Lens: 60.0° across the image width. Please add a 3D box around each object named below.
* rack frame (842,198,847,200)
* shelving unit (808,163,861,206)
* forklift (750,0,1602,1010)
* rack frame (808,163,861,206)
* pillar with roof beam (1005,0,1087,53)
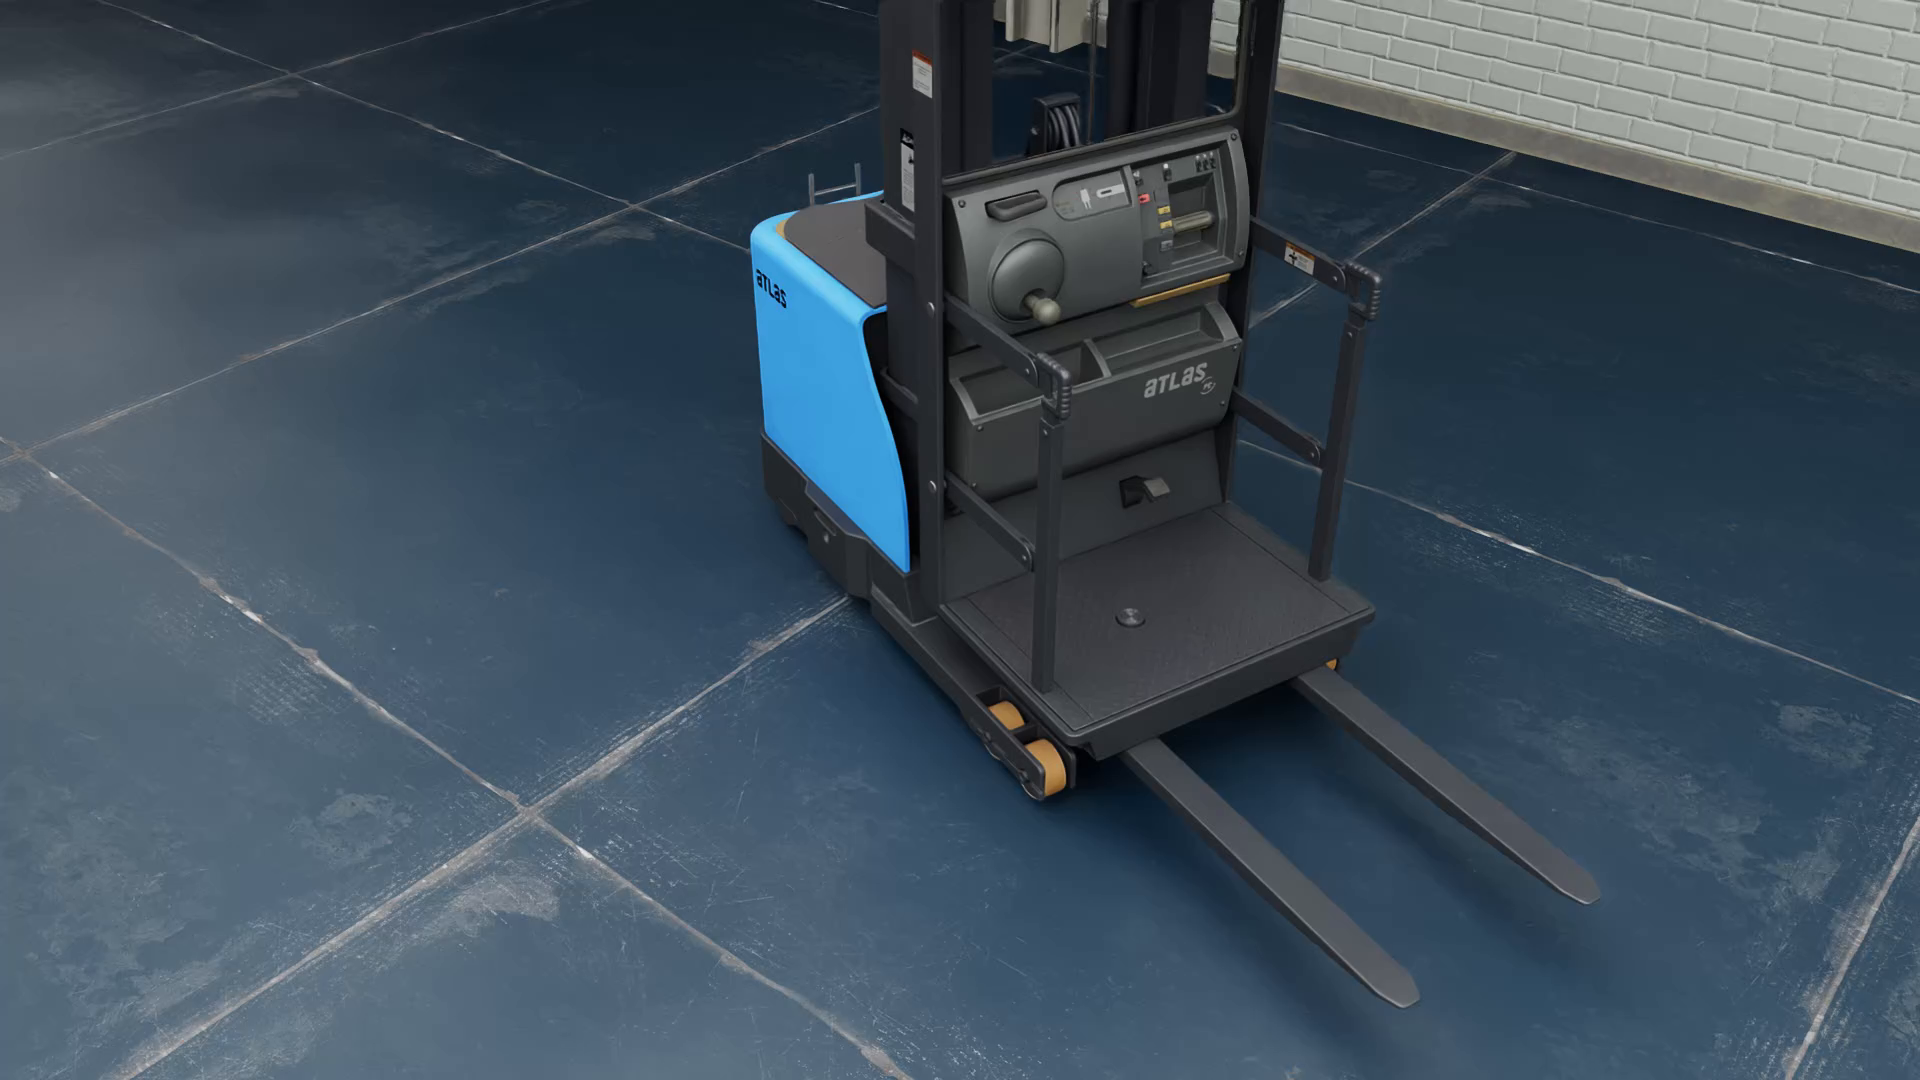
[{"bbox_3d":[-0.309,-0.736,5.894,0.200,1.050,0.008,-19,39,-26],"label":"rack frame"},{"bbox_3d":[-0.372,-0.795,5.980,0.215,1.050,0.252,-19,39,-26],"label":"shelving unit"},{"bbox_3d":[0.506,-0.783,4.301,1.130,2.935,3.031,-19,39,-26],"label":"forklift"},{"bbox_3d":[-0.436,-0.853,6.065,0.200,1.050,0.008,-19,39,-26],"label":"rack frame"},{"bbox_3d":[-2.231,-4.912,4.953,0.400,9.000,9.100,25,42,32],"label":"pillar with roof beam"}]
